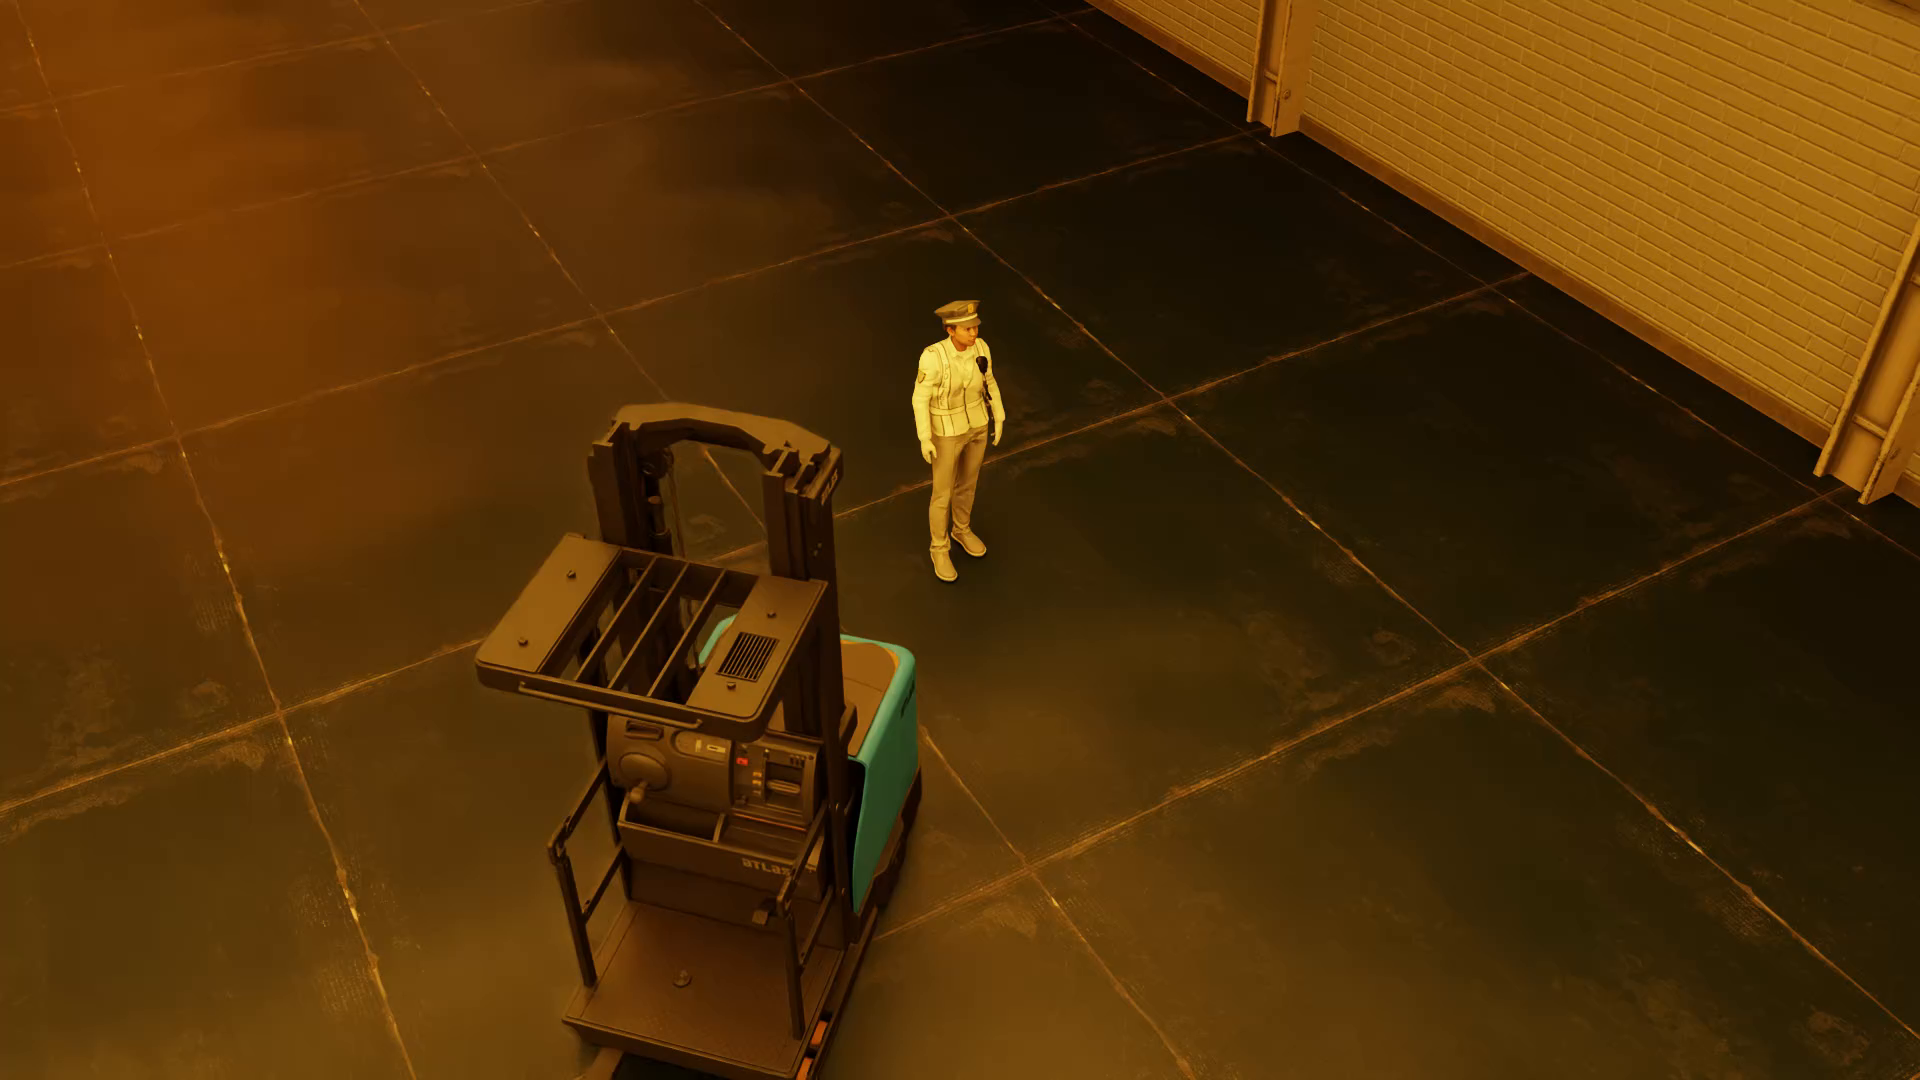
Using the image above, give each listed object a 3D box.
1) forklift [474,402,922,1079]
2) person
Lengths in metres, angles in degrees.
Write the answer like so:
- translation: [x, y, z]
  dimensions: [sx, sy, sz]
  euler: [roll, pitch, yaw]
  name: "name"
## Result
- translation: [-1.096, 1.039, 6.784]
  dimensions: [1.130, 2.935, 3.031]
  euler: [10, 41, 12]
  name: "forklift"
- translation: [0.028, -0.616, 9.739]
  dimensions: [0.586, 1.691, 0.531]
  euler: [-20, 44, -23]
  name: "person"
